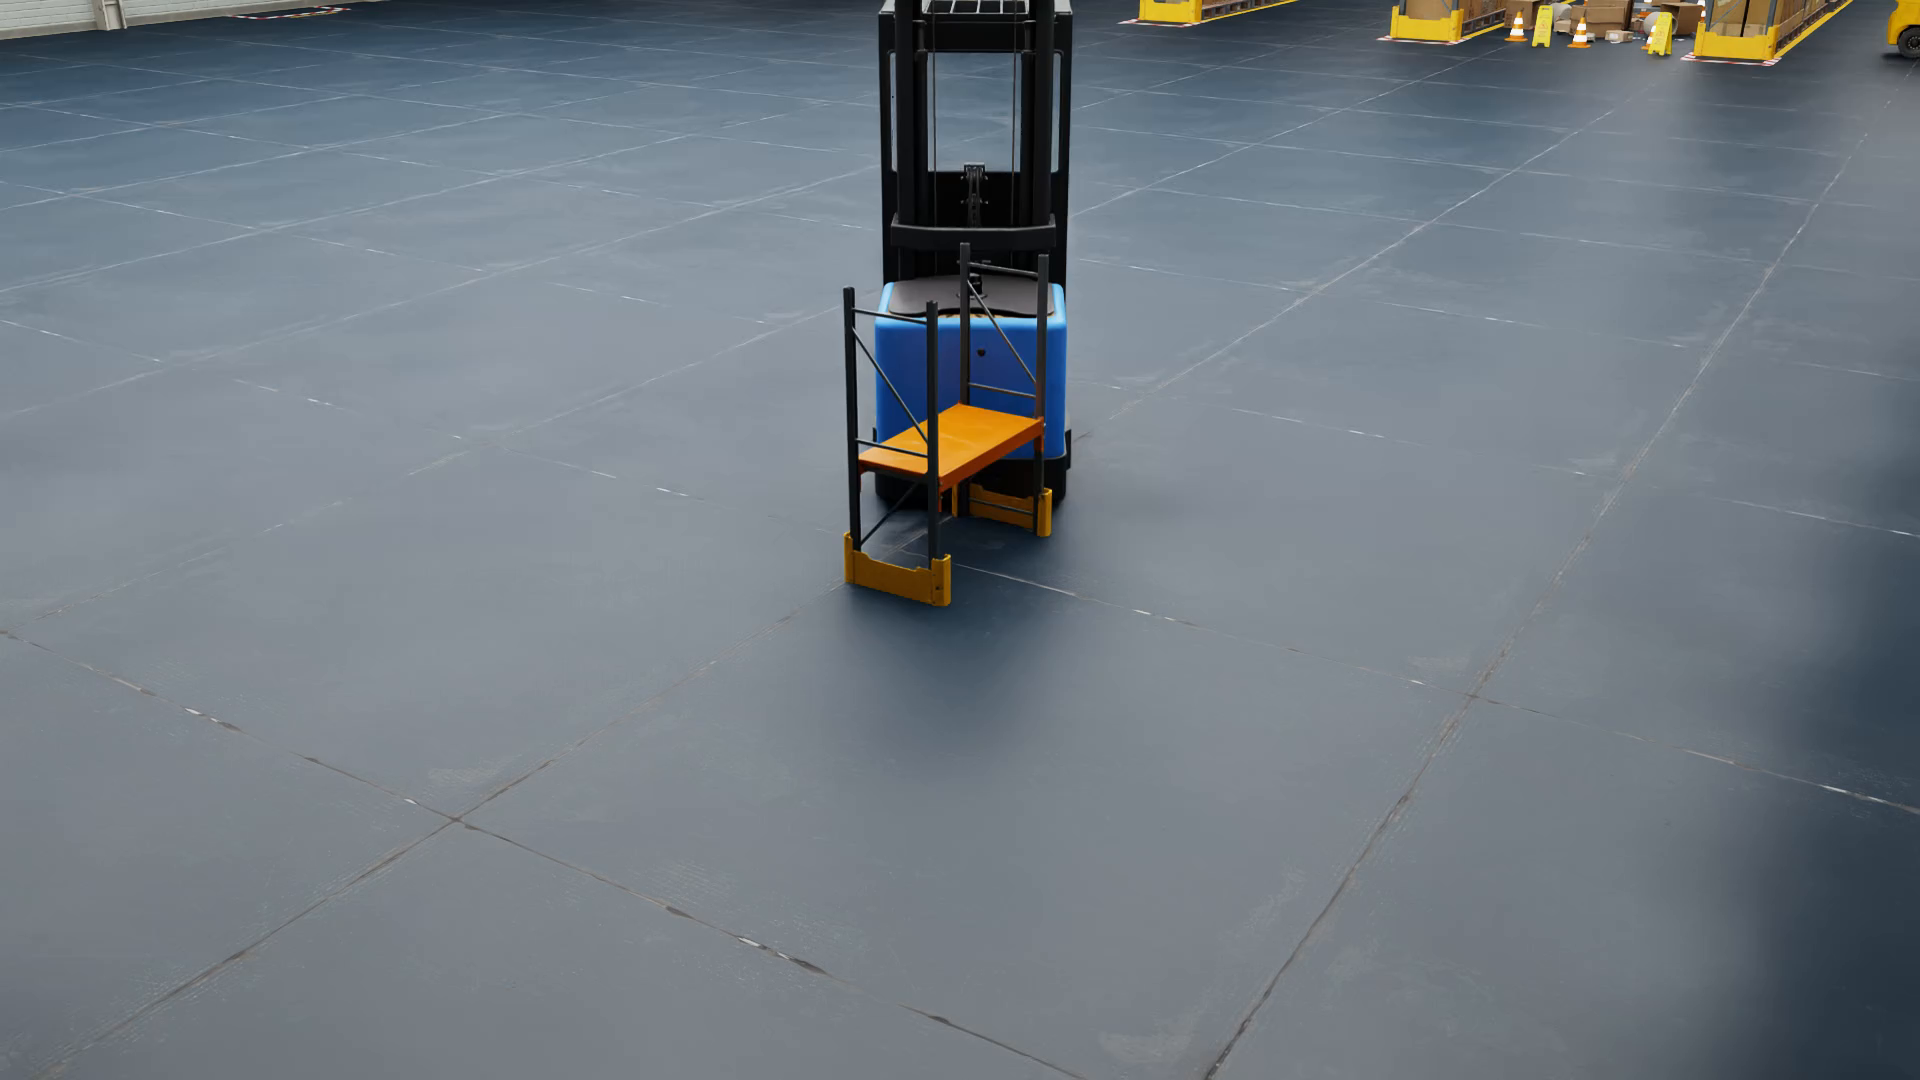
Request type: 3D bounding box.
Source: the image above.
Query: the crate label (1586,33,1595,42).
[{"bbox_3d":[10.718,-8.596,28.433,0.250,0.136,0.298,1,23,2],"label":"crate label"}]

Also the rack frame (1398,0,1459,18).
[{"bbox_3d":[8.089,-10.101,28.307,1.000,3.000,0.127,14,27,29],"label":"rack frame"}]

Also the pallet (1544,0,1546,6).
[{"bbox_3d":[11.185,-10.861,33.573,1.003,0.211,1.213,14,27,29],"label":"pallet"}]

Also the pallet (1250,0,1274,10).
[{"bbox_3d":[5.714,-11.011,33.919,1.003,0.211,1.213,14,27,29],"label":"pallet"}]

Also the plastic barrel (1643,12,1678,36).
[{"bbox_3d":[12.151,-8.930,28.845,0.421,0.421,0.512,-7,24,-17],"label":"plastic barrel"}]

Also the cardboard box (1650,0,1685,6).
[{"bbox_3d":[12.930,-10.011,30.293,0.500,0.500,0.500,14,27,29],"label":"cardboard box"}]

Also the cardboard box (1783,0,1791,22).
[{"bbox_3d":[13.292,-8.773,27.227,0.500,0.500,0.500,13,26,27],"label":"cardboard box"}]

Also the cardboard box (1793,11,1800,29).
[{"bbox_3d":[14.102,-8.941,28.560,0.500,0.250,0.500,13,27,28],"label":"cardboard box"}]

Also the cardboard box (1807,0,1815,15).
[{"bbox_3d":[15.109,-9.856,30.519,0.950,0.372,0.625,16,28,32],"label":"cardboard box"}]

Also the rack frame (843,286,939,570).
[{"bbox_3d":[-0.319,-0.428,7.850,0.500,1.500,0.032,14,27,29],"label":"rack frame"}]

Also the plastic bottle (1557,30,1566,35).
[{"bbox_3d":[10.638,-8.981,29.420,0.133,0.061,0.283,5,24,11],"label":"plastic bottle"}]

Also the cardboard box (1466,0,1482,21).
[{"bbox_3d":[8.853,-9.859,29.894,0.875,0.875,0.875,13,27,28],"label":"cardboard box"}]

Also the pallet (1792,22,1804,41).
[{"bbox_3d":[14.133,-8.934,29.122,1.003,0.211,1.213,14,27,29],"label":"pallet"}]

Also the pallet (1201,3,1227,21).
[{"bbox_3d":[4.427,-10.187,32.017,1.003,0.211,1.213,14,27,29],"label":"pallet"}]

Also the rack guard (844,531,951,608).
[{"bbox_3d":[-0.309,0.139,8.113,0.587,0.250,0.087,14,27,29],"label":"rack guard"}]

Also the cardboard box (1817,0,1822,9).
[{"bbox_3d":[15.879,-10.345,31.651,0.950,0.372,0.625,13,27,28],"label":"cardboard box"}]

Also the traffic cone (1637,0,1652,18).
[{"bbox_3d":[13.226,-10.303,31.967,0.336,0.463,0.334,14,27,29],"label":"traffic cone"}]

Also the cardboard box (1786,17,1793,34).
[{"bbox_3d":[13.561,-8.600,27.774,0.500,0.250,0.500,16,28,32],"label":"cardboard box"}]

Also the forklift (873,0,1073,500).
[{"bbox_3d":[0.093,-2.101,9.914,1.130,2.935,3.031,1,23,1],"label":"forklift"}]

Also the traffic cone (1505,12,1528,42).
[{"bbox_3d":[9.576,-8.818,28.538,0.336,0.463,0.334,14,27,29],"label":"traffic cone"}]

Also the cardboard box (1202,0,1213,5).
[{"bbox_3d":[4.558,-10.636,32.162,0.500,0.500,0.500,-20,31,-39],"label":"cardboard box"}]

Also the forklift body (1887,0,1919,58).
[{"bbox_3d":[16.017,-8.692,26.120,2.313,2.155,1.214,14,27,29],"label":"forklift body"}]

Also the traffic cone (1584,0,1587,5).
[{"bbox_3d":[12.189,-10.423,32.244,0.336,0.463,0.334,14,27,29],"label":"traffic cone"}]

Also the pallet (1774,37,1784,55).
[{"bbox_3d":[12.846,-8.111,27.219,1.003,0.211,1.213,14,27,29],"label":"pallet"}]

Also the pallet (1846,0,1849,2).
[{"bbox_3d":[18.335,-11.592,35.261,1.003,0.211,1.213,14,27,29],"label":"pallet"}]

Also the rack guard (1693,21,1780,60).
[{"bbox_3d":[12.388,-7.976,26.546,1.175,0.500,0.348,14,27,29],"label":"rack guard"}]

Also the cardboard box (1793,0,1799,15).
[{"bbox_3d":[13.839,-9.122,28.035,0.500,0.500,0.500,15,28,32],"label":"cardboard box"}]

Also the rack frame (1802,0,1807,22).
[{"bbox_3d":[14.458,-10.448,29.108,1.000,3.000,0.127,14,27,29],"label":"rack frame"}]

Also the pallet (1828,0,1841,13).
[{"bbox_3d":[17.048,-10.768,33.359,1.003,0.211,1.213,14,27,29],"label":"pallet"}]

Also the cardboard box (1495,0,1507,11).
[{"bbox_3d":[9.808,-10.471,31.308,0.875,0.875,0.875,14,27,30],"label":"cardboard box"}]

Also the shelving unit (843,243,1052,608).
[{"bbox_3d":[-0.045,-0.602,8.253,0.587,1.500,1.083,14,27,29],"label":"shelving unit"}]

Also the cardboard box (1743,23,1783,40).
[{"bbox_3d":[13.008,-8.243,26.948,0.500,0.250,0.500,14,27,29],"label":"cardboard box"}]

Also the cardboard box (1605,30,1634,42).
[{"bbox_3d":[11.323,-8.655,28.555,0.250,0.149,0.380,-12,26,-26],"label":"cardboard box"}]

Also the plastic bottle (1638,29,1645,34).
[{"bbox_3d":[12.184,-9.057,29.594,0.133,0.061,0.283,20,30,38],"label":"plastic bottle"}]

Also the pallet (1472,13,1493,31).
[{"bbox_3d":[9.089,-9.518,30.470,1.003,0.211,1.213,14,27,29],"label":"pallet"}]

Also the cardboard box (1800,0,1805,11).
[{"bbox_3d":[14.374,-9.467,28.831,0.500,0.500,0.500,13,27,28],"label":"cardboard box"}]

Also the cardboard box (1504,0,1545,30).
[{"bbox_3d":[10.252,-9.566,30.215,0.500,0.500,0.500,20,30,38],"label":"cardboard box"}]

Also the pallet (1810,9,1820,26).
[{"bbox_3d":[15.510,-9.845,31.225,1.003,0.211,1.213,14,27,29],"label":"pallet"}]

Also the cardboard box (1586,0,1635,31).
[{"bbox_3d":[11.610,-9.455,29.787,0.797,0.637,0.503,14,27,29],"label":"cardboard box"}]

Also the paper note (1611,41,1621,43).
[{"bbox_3d":[11.155,-8.471,28.280,0.148,0.019,0.142,5,24,11],"label":"paper note"}]

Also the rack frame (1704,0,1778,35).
[{"bbox_3d":[12.348,-9.098,25.990,1.000,3.000,0.127,14,27,29],"label":"rack frame"}]

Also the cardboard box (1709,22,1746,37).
[{"bbox_3d":[12.558,-8.366,27.232,0.500,0.250,0.500,14,27,29],"label":"cardboard box"}]

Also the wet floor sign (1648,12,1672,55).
[{"bbox_3d":[11.338,-8.177,26.827,0.232,0.644,0.267,-17,29,-35],"label":"wet floor sign"}]

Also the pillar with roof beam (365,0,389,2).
[{"bbox_3d":[-8.569,-14.532,30.991,9.100,9.000,0.400,14,27,29],"label":"pillar with roof beam"}]
